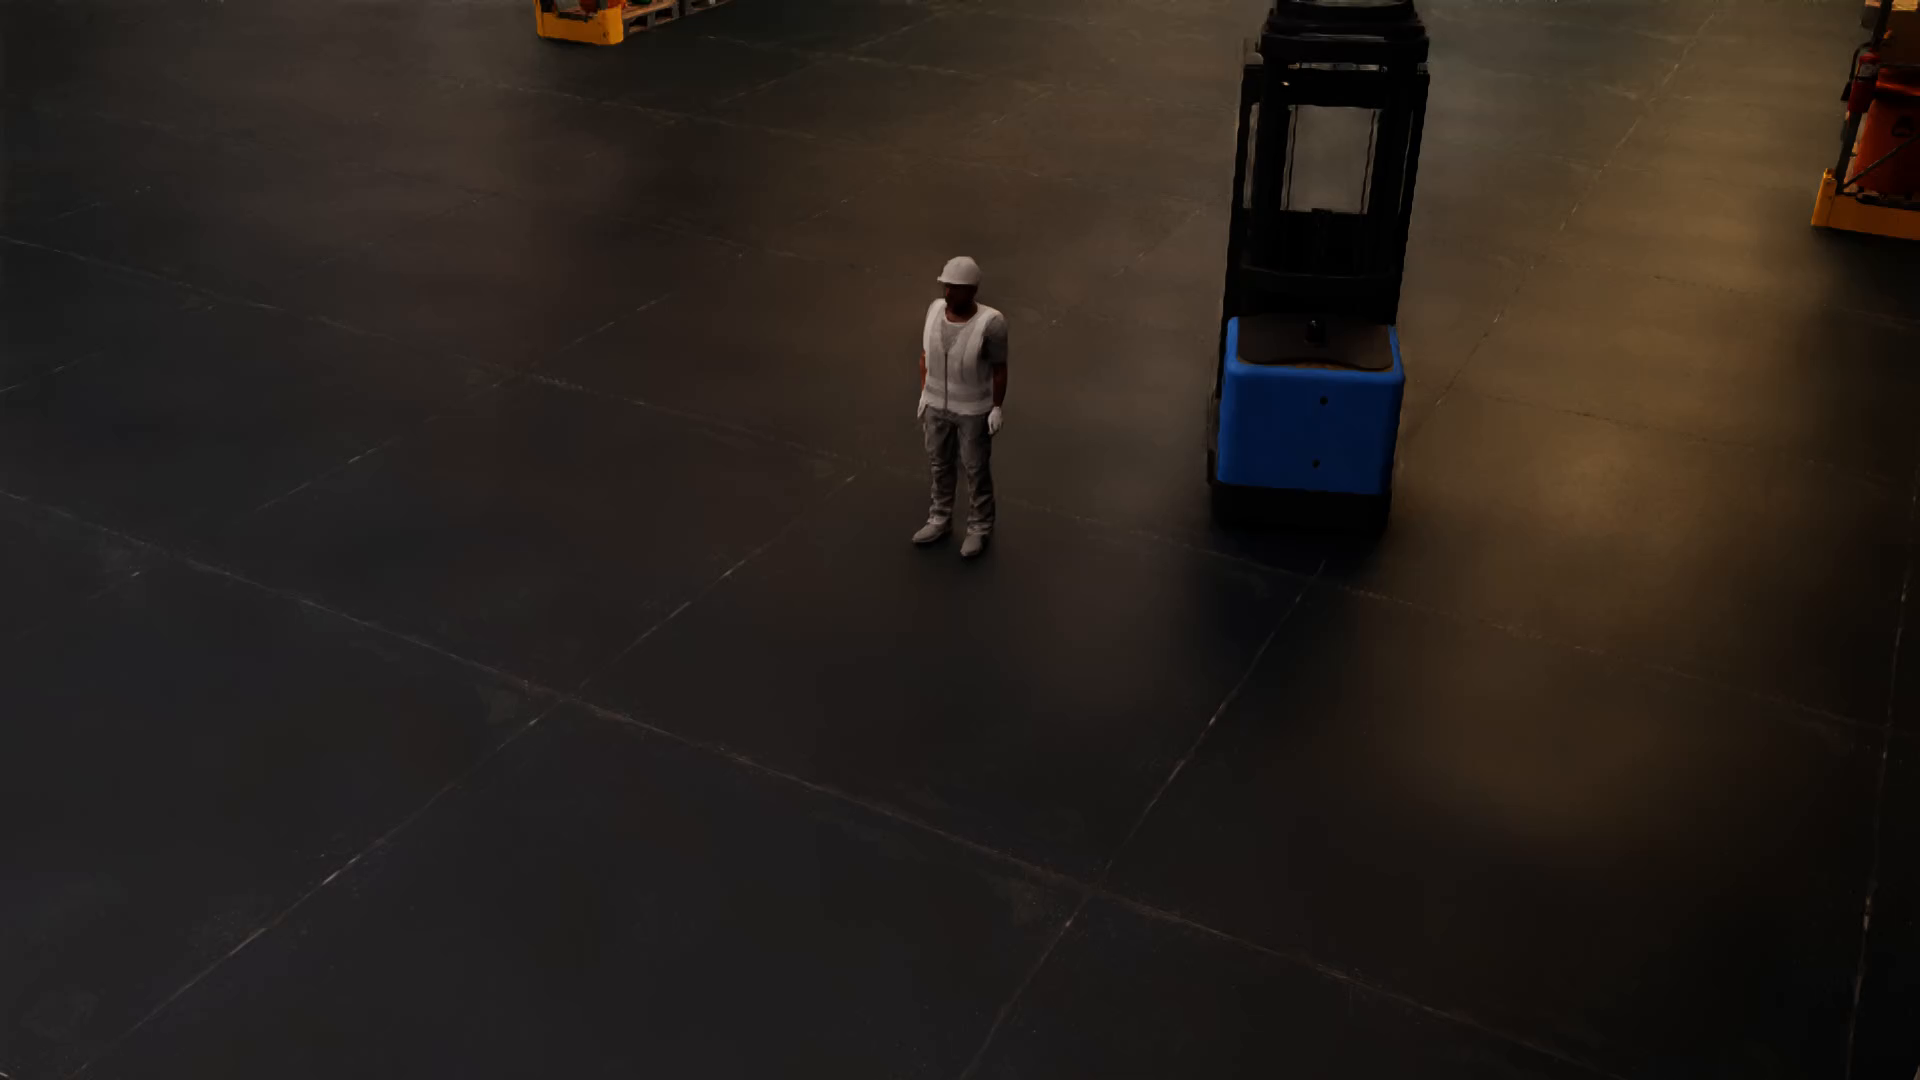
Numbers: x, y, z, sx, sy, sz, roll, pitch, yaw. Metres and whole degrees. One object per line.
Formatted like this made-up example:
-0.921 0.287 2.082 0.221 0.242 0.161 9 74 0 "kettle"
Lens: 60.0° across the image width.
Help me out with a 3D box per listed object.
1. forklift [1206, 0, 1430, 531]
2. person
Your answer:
2.272 -2.040 10.605 1.130 2.935 3.031 4 30 8 "forklift"
-0.006 -0.768 9.546 0.546 1.790 0.365 15 33 25 "person"
